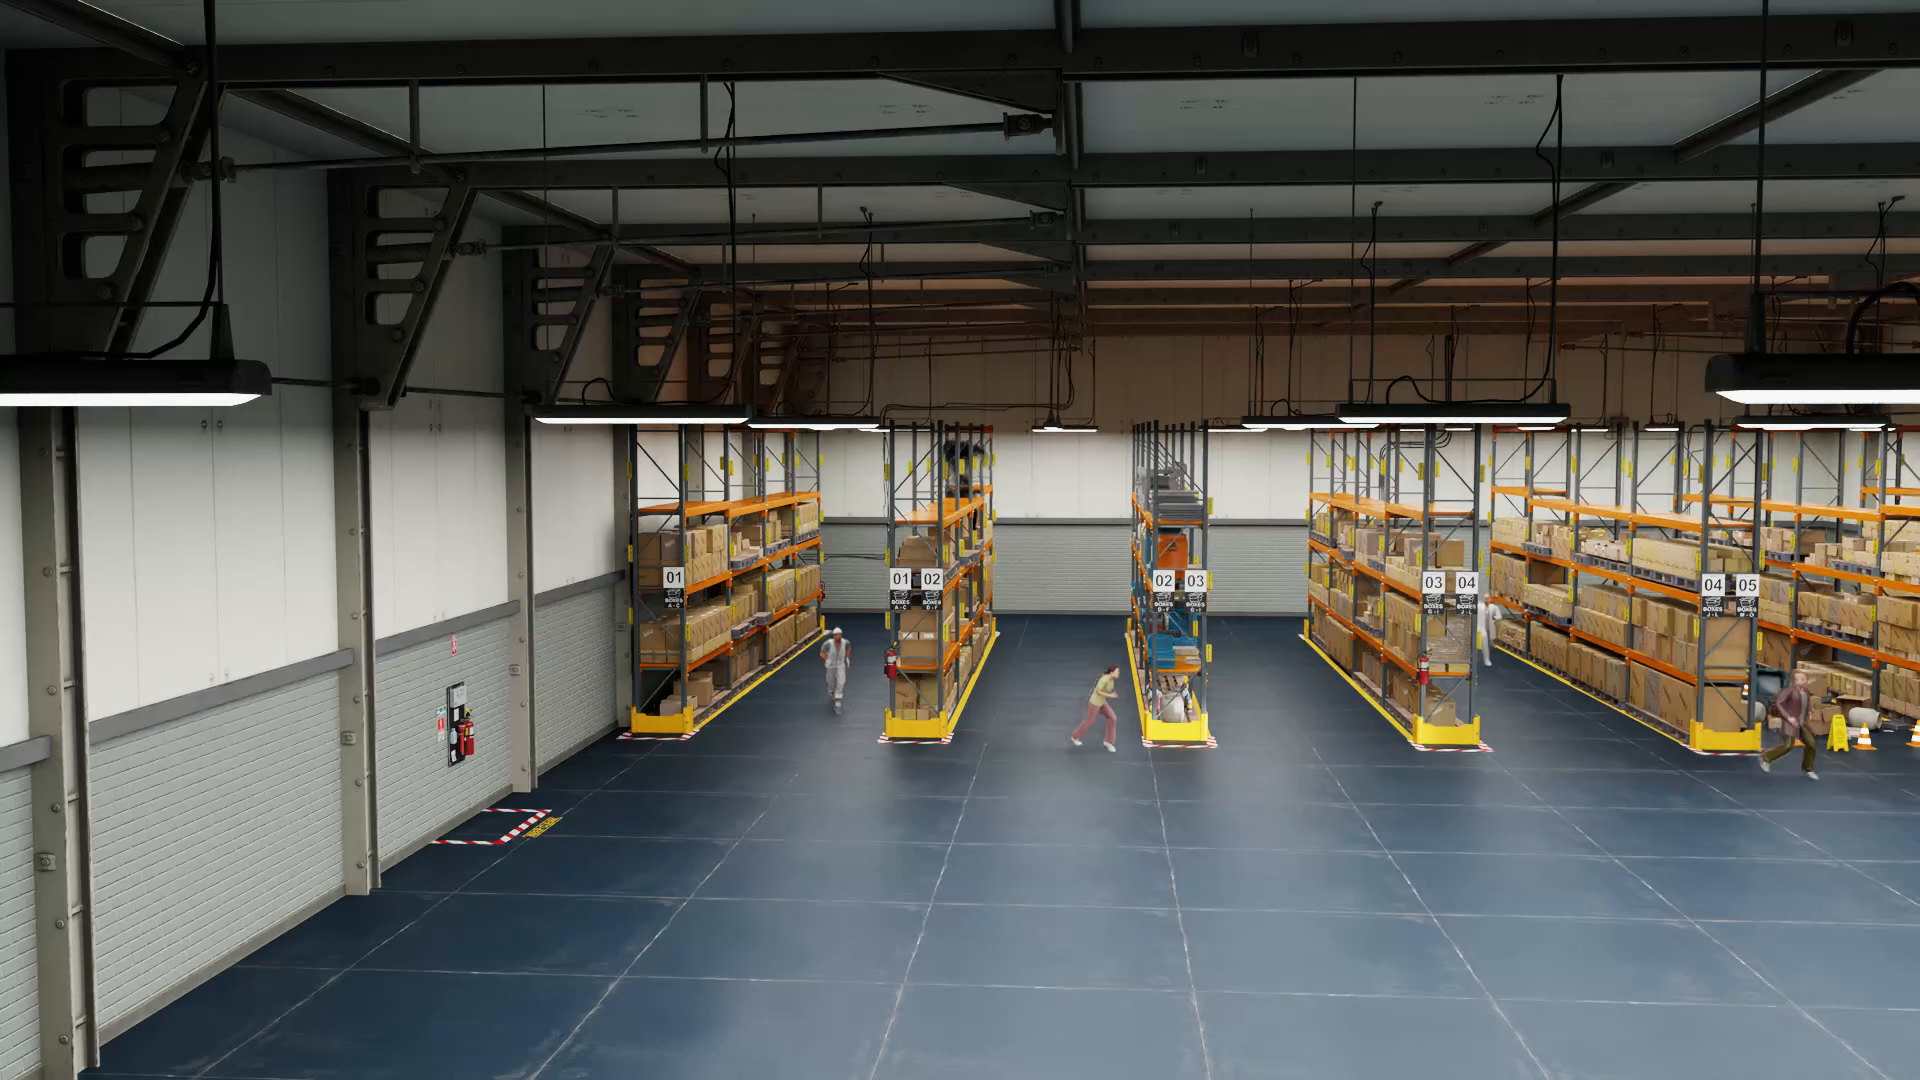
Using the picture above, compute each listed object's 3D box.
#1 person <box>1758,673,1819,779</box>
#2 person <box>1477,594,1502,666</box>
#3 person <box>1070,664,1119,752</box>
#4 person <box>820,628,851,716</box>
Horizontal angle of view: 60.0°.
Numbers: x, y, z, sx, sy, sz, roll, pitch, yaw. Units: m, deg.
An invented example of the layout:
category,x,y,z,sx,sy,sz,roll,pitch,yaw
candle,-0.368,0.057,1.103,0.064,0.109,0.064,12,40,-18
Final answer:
category,x,y,z,sx,sy,sz,roll,pitch,yaw
person,13.977,3.110,27.868,0.922,1.782,0.739,-2,4,-27
person,13.066,2.212,41.292,0.708,1.757,0.973,0,4,7
person,2.455,3.046,30.265,0.949,1.614,0.619,2,4,26
person,-2.572,2.671,34.349,0.658,1.773,1.112,-1,4,-9
